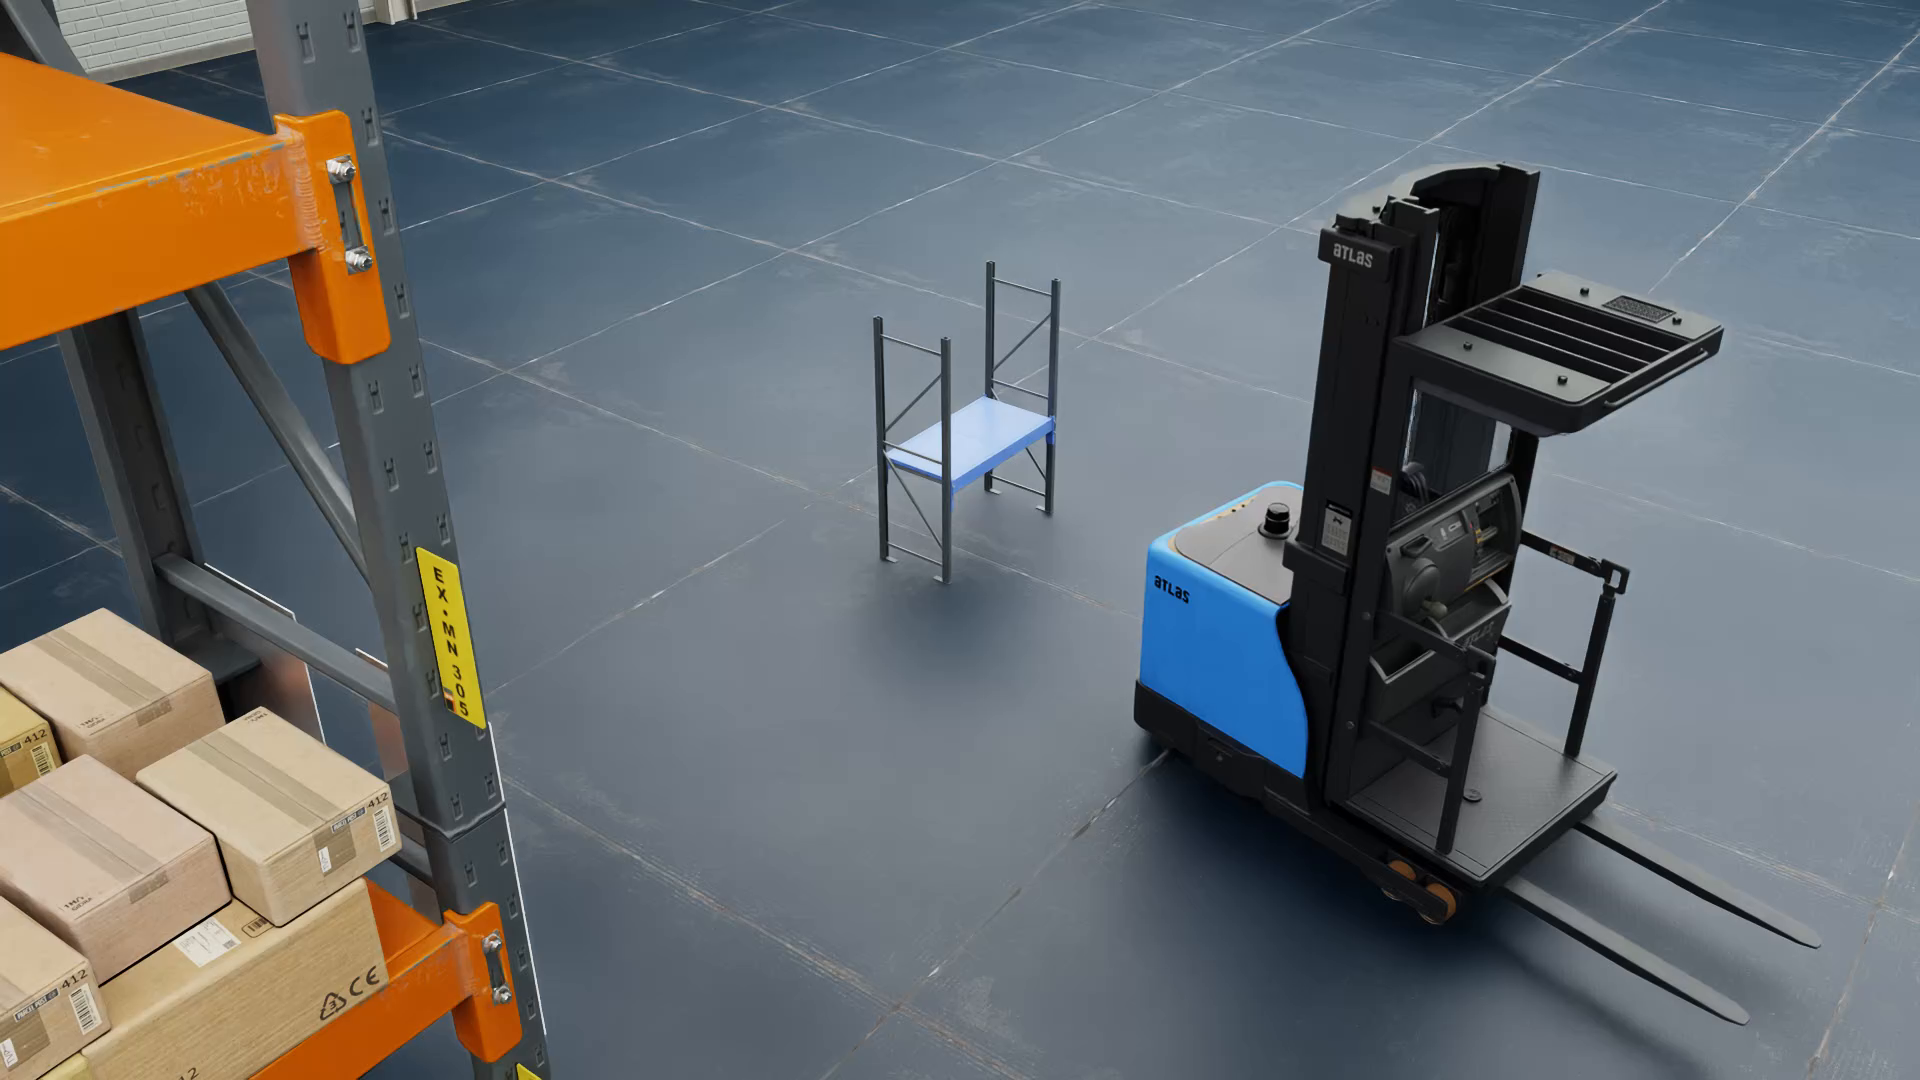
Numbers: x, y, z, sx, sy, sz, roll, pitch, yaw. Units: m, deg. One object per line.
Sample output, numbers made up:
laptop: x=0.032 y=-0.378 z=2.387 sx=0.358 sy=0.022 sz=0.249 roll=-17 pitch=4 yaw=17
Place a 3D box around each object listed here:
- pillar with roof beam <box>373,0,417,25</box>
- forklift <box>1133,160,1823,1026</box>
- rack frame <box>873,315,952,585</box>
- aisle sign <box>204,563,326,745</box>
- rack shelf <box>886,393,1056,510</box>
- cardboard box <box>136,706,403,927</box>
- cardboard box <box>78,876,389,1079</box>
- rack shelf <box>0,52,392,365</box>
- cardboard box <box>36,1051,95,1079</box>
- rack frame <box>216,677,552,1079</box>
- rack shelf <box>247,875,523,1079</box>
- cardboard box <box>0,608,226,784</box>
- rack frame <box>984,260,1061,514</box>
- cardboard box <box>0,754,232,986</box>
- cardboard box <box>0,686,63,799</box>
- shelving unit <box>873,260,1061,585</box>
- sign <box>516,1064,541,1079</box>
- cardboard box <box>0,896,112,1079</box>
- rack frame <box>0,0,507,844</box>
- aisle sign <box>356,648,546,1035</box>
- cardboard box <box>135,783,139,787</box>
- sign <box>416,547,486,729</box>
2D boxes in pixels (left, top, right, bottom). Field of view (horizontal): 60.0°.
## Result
pillar with roof beam: x=-3.601 y=-9.045 z=16.243 sx=9.100 sy=9.000 sz=0.400 roll=21 pitch=37 yaw=31
forklift: x=2.206 y=0.073 z=6.809 sx=1.130 sy=2.935 sz=3.031 roll=-24 pitch=38 yaw=-35
rack frame: x=-0.255 y=-0.473 z=9.135 sx=0.500 sy=1.500 sz=0.032 roll=21 pitch=37 yaw=31
aisle sign: x=-1.480 y=0.423 z=3.601 sx=0.394 sy=0.787 sz=0.004 roll=21 pitch=37 yaw=31
rack shelf: x=0.051 y=-0.525 z=9.575 sx=0.538 sy=0.185 sz=1.000 roll=21 pitch=37 yaw=31
cardboard box: x=-1.197 y=0.471 z=2.885 sx=0.380 sy=0.149 sz=0.250 roll=21 pitch=37 yaw=31
cardboard box: x=-1.367 y=0.707 z=2.876 sx=0.500 sy=0.250 sz=0.500 roll=22 pitch=37 yaw=32
rack shelf: x=-2.485 y=0.202 z=1.349 sx=1.077 sy=0.370 sz=4.000 roll=21 pitch=37 yaw=31
cardboard box: x=-1.666 y=0.911 z=2.532 sx=0.500 sy=0.250 sz=0.500 roll=21 pitch=37 yaw=32
rack frame: x=-1.278 y=1.659 z=4.066 sx=1.000 sy=3.000 sz=0.127 roll=21 pitch=37 yaw=31
rack shelf: x=-2.485 y=1.491 z=2.112 sx=1.077 sy=0.370 sz=4.000 roll=21 pitch=37 yaw=31
cardboard box: x=-1.629 y=0.302 z=3.169 sx=0.380 sy=0.149 sz=0.250 roll=21 pitch=36 yaw=31
rack frame: x=0.358 y=-0.887 z=9.832 sx=0.500 sy=1.500 sz=0.032 roll=21 pitch=37 yaw=31
cardboard box: x=-1.448 y=0.540 z=2.767 sx=0.380 sy=0.149 sz=0.250 roll=20 pitch=36 yaw=30
cardboard box: x=-1.862 y=0.378 z=3.041 sx=0.380 sy=0.149 sz=0.250 roll=22 pitch=37 yaw=32
shelving unit: x=0.051 y=-0.680 z=9.483 sx=0.538 sy=1.500 sz=1.048 roll=21 pitch=37 yaw=31
sign: x=-0.848 y=1.204 z=3.388 sx=0.100 sy=0.325 sz=0.005 roll=21 pitch=37 yaw=31
cardboard box: x=-1.525 y=0.685 z=2.523 sx=0.380 sy=0.149 sz=0.250 roll=19 pitch=36 yaw=29
rack frame: x=-1.278 y=-0.922 z=2.536 sx=1.000 sy=3.000 sz=0.127 roll=21 pitch=37 yaw=31
aisle sign: x=-1.001 y=0.608 z=3.289 sx=0.394 sy=0.787 sz=0.004 roll=21 pitch=37 yaw=31
cardboard box: x=-1.775 y=0.549 z=3.143 sx=0.500 sy=0.250 sz=0.500 roll=22 pitch=37 yaw=33
sign: x=-0.848 y=0.167 z=2.773 sx=0.100 sy=0.325 sz=0.005 roll=21 pitch=37 yaw=31
